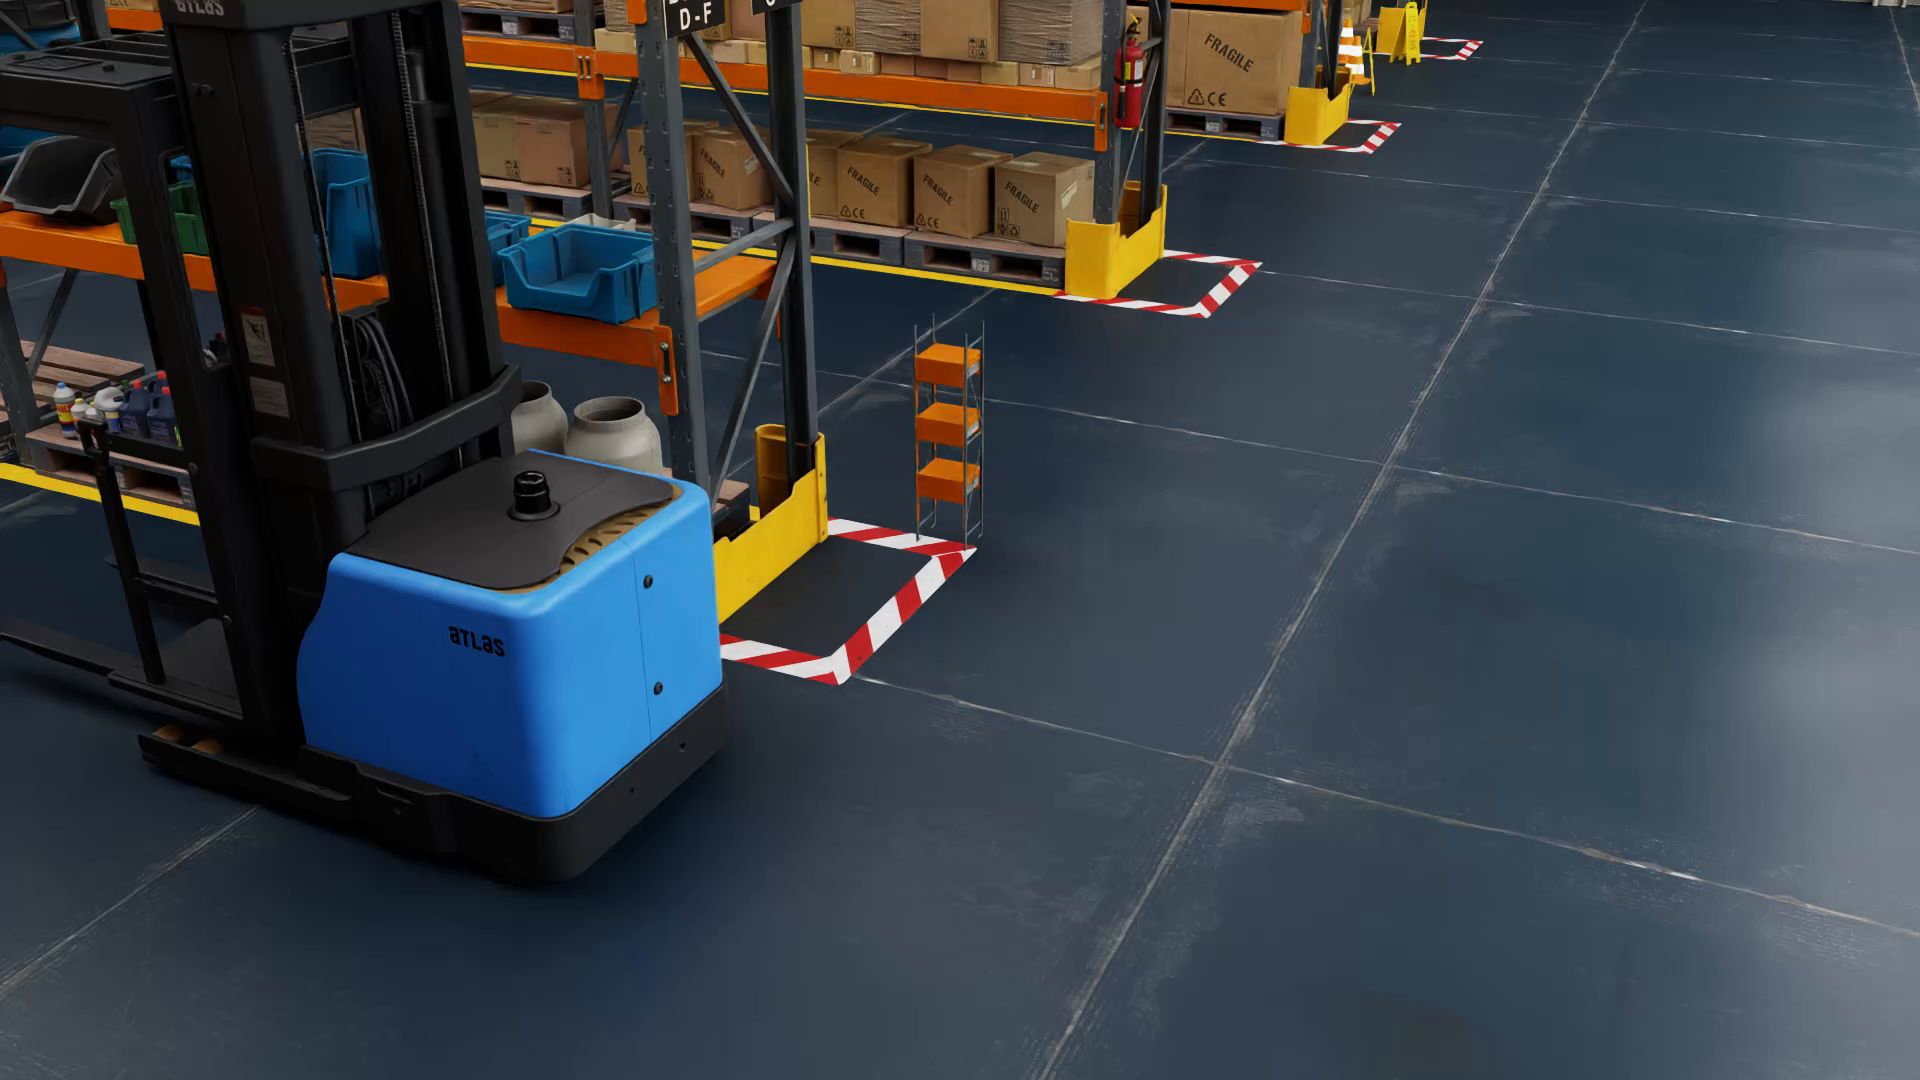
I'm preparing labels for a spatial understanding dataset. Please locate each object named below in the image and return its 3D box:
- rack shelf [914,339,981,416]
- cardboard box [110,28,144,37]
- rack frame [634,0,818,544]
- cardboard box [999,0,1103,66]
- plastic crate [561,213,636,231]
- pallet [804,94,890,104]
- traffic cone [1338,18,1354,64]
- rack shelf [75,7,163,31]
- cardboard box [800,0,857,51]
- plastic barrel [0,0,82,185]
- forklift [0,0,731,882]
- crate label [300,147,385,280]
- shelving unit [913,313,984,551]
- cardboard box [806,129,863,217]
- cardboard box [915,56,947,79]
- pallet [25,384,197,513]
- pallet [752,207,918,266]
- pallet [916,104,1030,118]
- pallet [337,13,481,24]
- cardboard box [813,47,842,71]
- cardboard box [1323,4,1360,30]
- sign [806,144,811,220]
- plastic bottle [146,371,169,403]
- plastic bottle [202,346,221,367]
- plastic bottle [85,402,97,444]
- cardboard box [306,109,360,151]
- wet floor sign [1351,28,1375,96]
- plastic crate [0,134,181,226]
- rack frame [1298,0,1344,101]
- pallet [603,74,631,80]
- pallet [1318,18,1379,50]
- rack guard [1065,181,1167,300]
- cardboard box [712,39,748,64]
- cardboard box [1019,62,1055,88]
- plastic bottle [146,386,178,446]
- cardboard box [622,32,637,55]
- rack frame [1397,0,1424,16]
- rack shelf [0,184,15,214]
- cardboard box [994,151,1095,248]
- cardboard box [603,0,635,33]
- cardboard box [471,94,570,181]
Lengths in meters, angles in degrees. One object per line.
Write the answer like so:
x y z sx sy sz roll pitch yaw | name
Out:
-0.048 -0.726 7.418 0.240 0.259 0.215 11 28 22 | rack shelf
-6.758 -4.006 14.421 0.875 0.875 1.225 10 28 19 | cardboard box
-0.906 -1.182 6.755 0.127 3.000 1.000 11 28 22 | rack frame
0.655 -3.463 10.939 0.500 0.500 0.875 11 28 22 | cardboard box
-1.588 -1.357 7.408 0.250 0.136 0.298 11 28 22 | plastic crate
-1.086 -4.740 17.139 1.213 0.211 1.003 11 28 22 | pallet
4.321 -5.580 18.560 0.334 0.463 0.336 11 28 22 | traffic cone
-7.959 -4.679 14.672 4.000 0.370 1.077 11 28 22 | rack shelf
-0.738 -3.712 11.443 0.500 0.500 0.875 11 28 22 | cardboard box
-4.774 -2.331 8.520 0.708 0.901 0.600 11 28 22 | plastic barrel
-2.400 -0.632 5.716 3.031 2.935 1.130 12 29 23 | forklift
-2.694 -1.426 7.210 0.616 0.435 0.502 11 28 22 | crate label
-0.049 -0.481 7.538 0.252 1.050 0.215 11 28 22 | shelving unit
-1.027 -2.699 12.191 0.500 0.500 0.500 9 28 17 | cardboard box
-0.109 -3.215 11.169 0.250 0.149 0.380 11 28 22 | cardboard box
-3.953 -0.523 8.573 1.213 0.211 1.003 11 28 22 | pallet
-0.757 -2.323 12.229 1.213 0.211 1.003 11 28 22 | pallet
0.308 -4.459 16.568 1.213 0.211 1.003 11 28 22 | pallet
-4.319 -4.205 13.111 1.213 0.211 1.003 11 28 22 | pallet
-0.809 -3.336 11.413 0.250 0.149 0.380 11 28 22 | cardboard box
4.377 -6.157 19.497 0.500 0.250 0.500 11 28 22 | cardboard box
-0.674 -1.527 7.141 0.005 0.325 0.100 11 28 22 | sign
-3.925 -0.666 8.207 0.185 0.351 0.144 11 28 22 | plastic bottle
-3.901 -0.862 8.607 0.185 0.351 0.144 11 28 22 | plastic bottle
-4.254 -0.584 8.209 0.097 0.201 0.097 0 26 0 | plastic bottle
-5.010 -3.501 13.798 0.500 0.500 0.700 9 28 18 | cardboard box
4.135 -4.884 16.939 0.232 0.644 0.267 6 27 13 | wet floor sign
-4.123 -1.739 7.956 0.504 0.338 0.767 11 28 22 | plastic crate
3.289 -5.149 14.813 0.127 3.000 1.000 11 28 22 | rack frame
-3.307 -5.187 18.046 1.213 0.211 1.003 11 28 22 | pallet
4.452 -6.084 19.868 1.213 0.211 1.003 11 28 22 | pallet
1.075 -2.066 11.380 0.348 0.500 1.175 11 28 22 | rack guard
-1.523 -3.442 11.630 0.250 0.149 0.380 11 28 22 | cardboard box
0.572 -3.076 10.886 0.250 0.149 0.380 11 28 22 | cardboard box
-3.812 -0.573 8.019 0.185 0.351 0.144 10 28 20 | plastic bottle
-2.204 -3.581 11.912 0.250 0.149 0.380 11 28 22 | cardboard box
5.246 -7.158 18.893 0.127 3.000 1.000 11 28 22 | rack frame
-6.368 -1.956 9.142 4.000 0.370 1.077 11 28 22 | rack shelf
0.583 -2.361 11.505 0.500 0.500 0.500 17 31 31 | cardboard box
-2.113 -3.976 11.980 0.500 0.500 0.875 11 28 22 | cardboard box
-3.474 -3.196 13.178 0.500 0.500 0.700 11 28 21 | cardboard box
